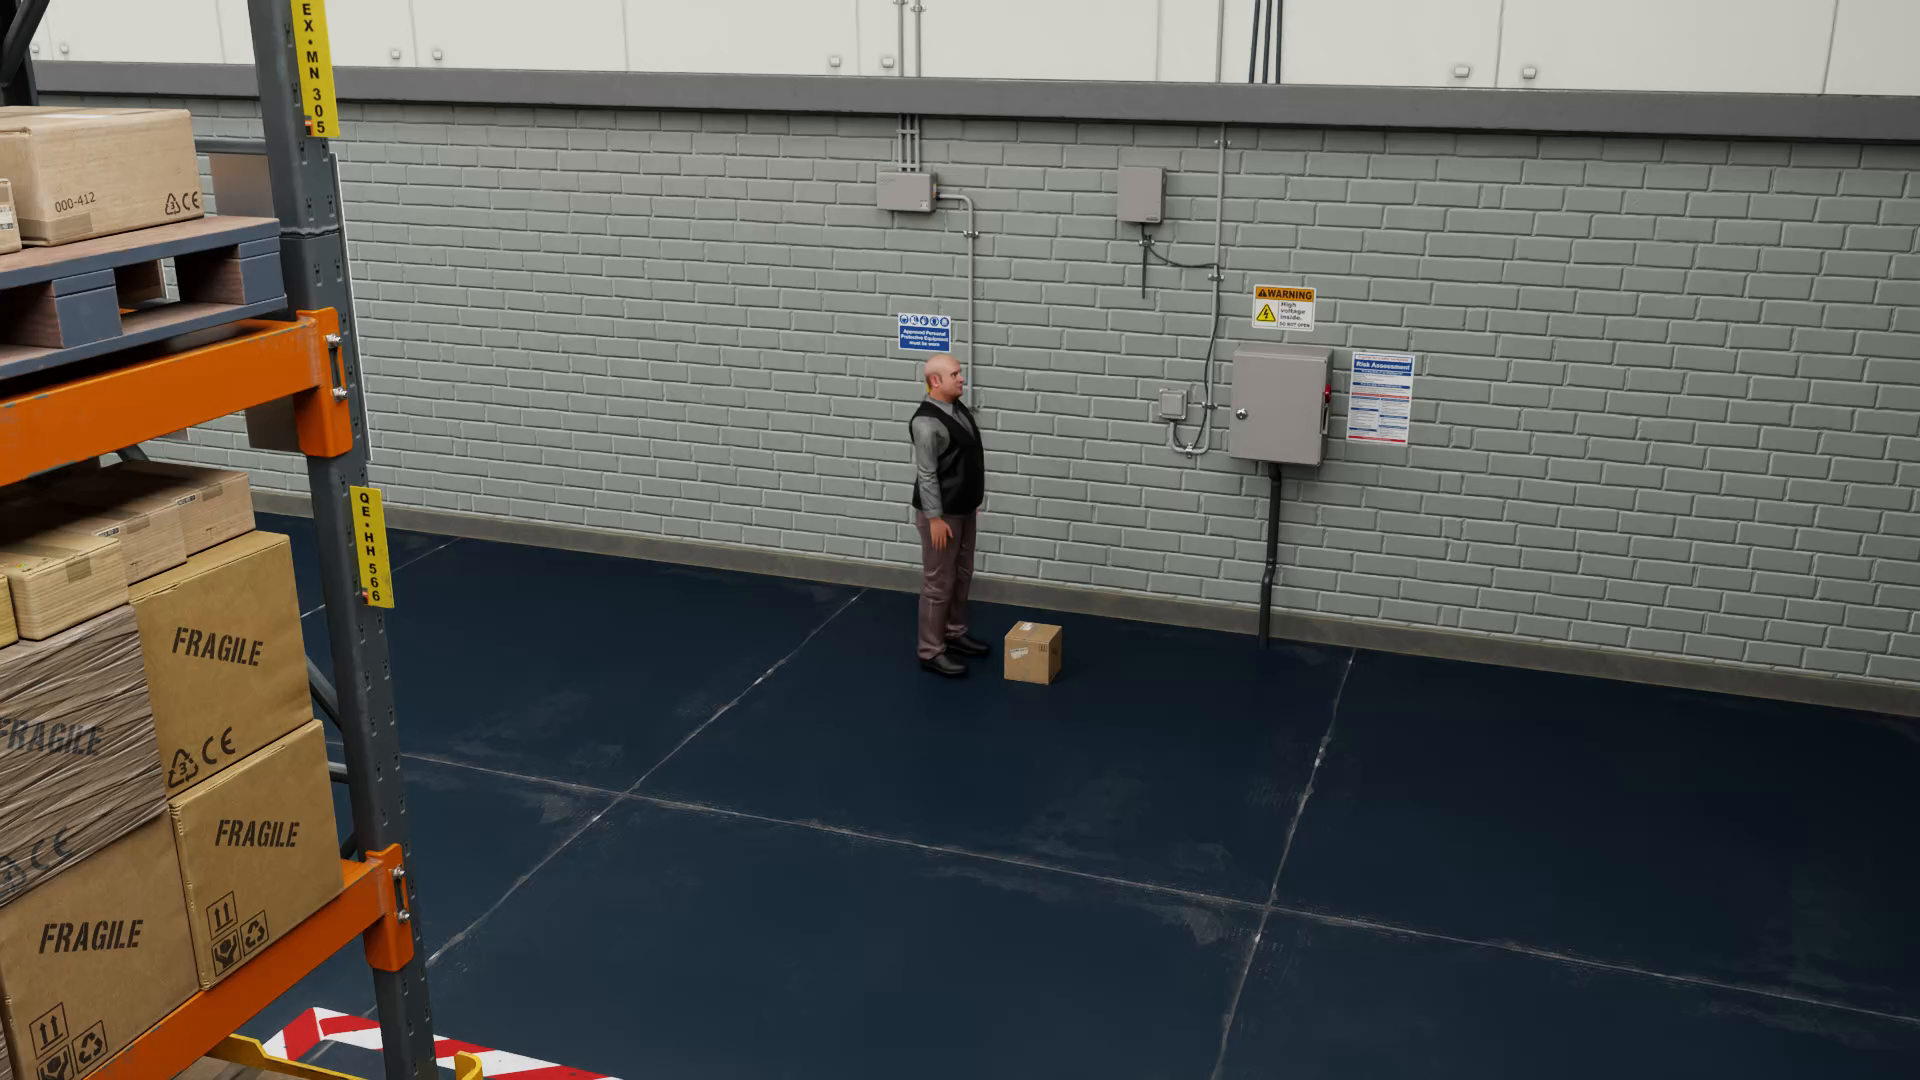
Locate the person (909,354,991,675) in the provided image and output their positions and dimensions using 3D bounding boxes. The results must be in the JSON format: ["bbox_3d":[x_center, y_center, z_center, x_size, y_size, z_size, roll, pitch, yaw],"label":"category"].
[{"bbox_3d":[-0.054,-0.152,8.983,0.374,1.722,0.548,6,20,18],"label":"person"}]
